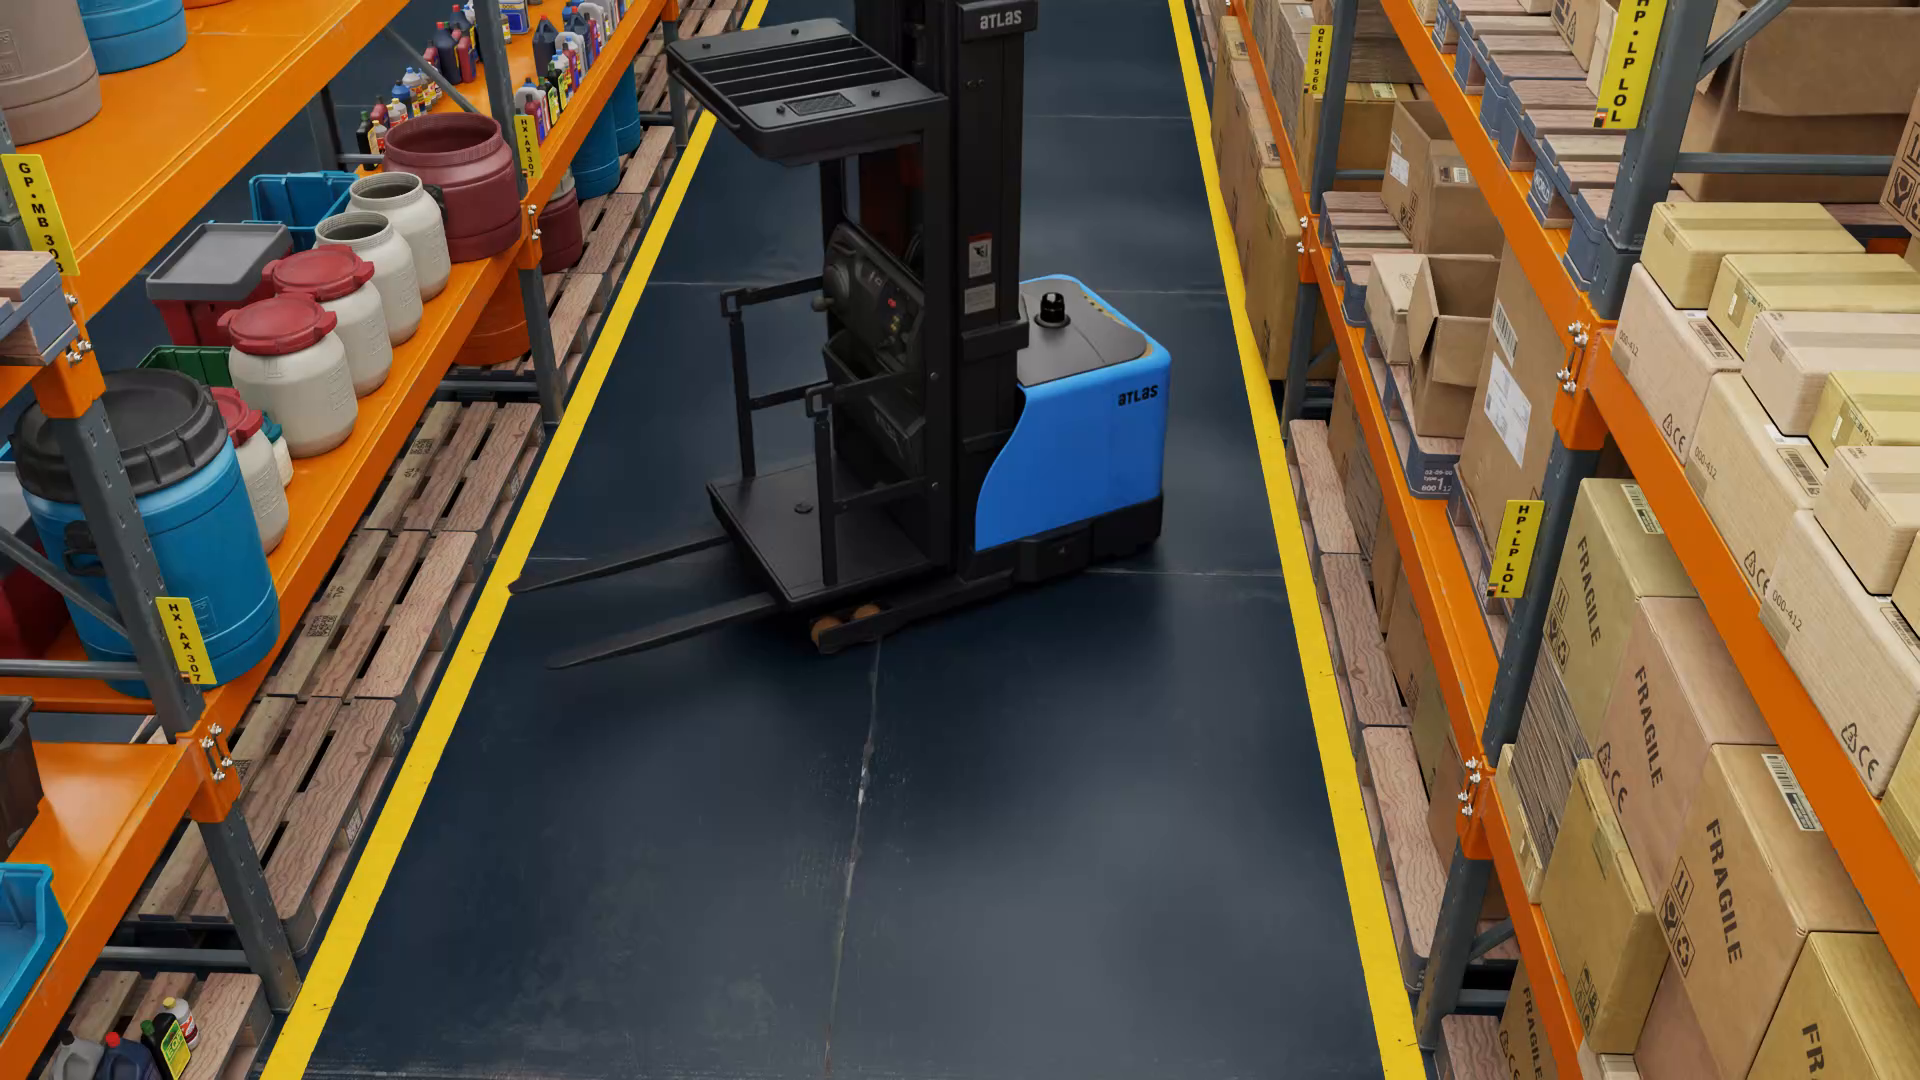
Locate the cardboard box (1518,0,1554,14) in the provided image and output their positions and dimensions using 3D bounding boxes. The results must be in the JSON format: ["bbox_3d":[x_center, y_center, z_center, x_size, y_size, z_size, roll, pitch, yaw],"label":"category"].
[{"bbox_3d":[2.063,-1.871,5.533,0.380,0.166,0.250,0,35,1],"label":"cardboard box"}]

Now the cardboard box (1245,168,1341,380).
[{"bbox_3d":[2.297,-1.485,9.237,1.225,0.875,0.875,0,35,0],"label":"cardboard box"}]

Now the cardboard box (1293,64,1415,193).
[{"bbox_3d":[2.021,-2.117,8.566,0.500,0.500,0.500,2,35,3],"label":"cardboard box"}]

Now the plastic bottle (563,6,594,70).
[{"bbox_3d":[-2.294,-3.010,9.967,0.144,0.351,0.185,1,35,2],"label":"plastic bottle"}]

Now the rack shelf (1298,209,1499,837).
[{"bbox_3d":[2.168,-0.343,6.755,1.077,0.370,4.000,1,35,2],"label":"rack shelf"}]

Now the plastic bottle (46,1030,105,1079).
[{"bbox_3d":[-2.743,1.674,5.180,0.144,0.351,0.185,1,35,2],"label":"plastic bottle"}]

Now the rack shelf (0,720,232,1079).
[{"bbox_3d":[-2.942,1.841,3.648,1.077,0.370,4.000,1,35,2],"label":"rack shelf"}]

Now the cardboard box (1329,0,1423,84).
[{"bbox_3d":[2.294,-2.657,8.463,0.797,0.503,0.637,2,35,3],"label":"cardboard box"}]

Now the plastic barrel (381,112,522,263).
[{"bbox_3d":[-2.416,-1.683,7.917,0.600,0.536,0.708,1,35,2],"label":"plastic barrel"}]

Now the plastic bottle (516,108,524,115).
[{"bbox_3d":[-2.328,-2.155,8.820,0.097,0.271,0.097,0,35,0],"label":"plastic bottle"}]

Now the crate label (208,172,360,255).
[{"bbox_3d":[-3.011,-1.351,7.532,0.502,0.435,0.616,1,35,2],"label":"crate label"}]

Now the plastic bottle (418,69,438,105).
[{"bbox_3d":[-3.055,-2.596,9.508,0.097,0.201,0.097,0,35,0],"label":"plastic bottle"}]

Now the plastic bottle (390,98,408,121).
[{"bbox_3d":[-3.074,-2.316,9.110,0.097,0.201,0.097,0,35,0],"label":"plastic bottle"}]

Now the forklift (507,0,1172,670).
[{"bbox_3d":[-0.562,-1.034,7.172,3.031,2.935,1.130,-16,38,-22],"label":"forklift"}]

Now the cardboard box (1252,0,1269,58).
[{"bbox_3d":[2.101,-3.291,10.236,0.500,0.500,0.500,1,35,1],"label":"cardboard box"}]

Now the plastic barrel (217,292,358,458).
[{"bbox_3d":[-2.574,-0.624,6.411,0.433,0.535,0.433,0,35,0],"label":"plastic barrel"}]

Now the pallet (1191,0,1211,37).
[{"bbox_3d":[2.616,-4.781,14.869,1.003,0.211,1.213,1,35,2],"label":"pallet"}]

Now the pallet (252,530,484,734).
[{"bbox_3d":[-2.822,0.383,7.521,1.003,0.211,1.213,1,35,2],"label":"pallet"}]

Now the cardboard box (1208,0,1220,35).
[{"bbox_3d":[2.587,-4.793,13.943,0.875,0.875,0.875,1,35,2],"label":"cardboard box"}]

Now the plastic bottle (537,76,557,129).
[{"bbox_3d":[-2.291,-2.436,9.209,0.061,0.283,0.133,1,35,2],"label":"plastic bottle"}]

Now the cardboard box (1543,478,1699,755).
[{"bbox_3d":[1.816,0.193,4.152,0.500,0.500,0.500,1,35,2],"label":"cardboard box"}]

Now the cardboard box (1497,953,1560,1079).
[{"bbox_3d":[2.032,1.592,5.185,0.500,0.500,0.500,0,35,0],"label":"cardboard box"}]

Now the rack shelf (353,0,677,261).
[{"bbox_3d":[-2.620,-2.755,10.188,1.077,0.370,4.000,1,35,2],"label":"rack shelf"}]

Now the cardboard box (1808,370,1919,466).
[{"bbox_3d":[1.825,-0.185,3.080,0.380,0.149,0.250,2,35,3],"label":"cardboard box"}]

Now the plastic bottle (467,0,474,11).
[{"bbox_3d":[-2.986,-3.226,10.339,0.152,0.276,0.135,1,35,2],"label":"plastic bottle"}]

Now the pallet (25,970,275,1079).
[{"bbox_3d":[-2.930,1.923,5.330,1.003,0.211,1.213,1,35,2],"label":"pallet"}]

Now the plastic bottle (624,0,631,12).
[{"bbox_3d":[-2.250,-3.643,10.868,0.144,0.351,0.185,1,35,2],"label":"plastic bottle"}]

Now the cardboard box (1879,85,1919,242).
[{"bbox_3d":[2.325,-0.818,3.416,0.500,0.500,0.500,0,35,0],"label":"cardboard box"}]

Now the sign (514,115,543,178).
[{"bbox_3d":[-2.151,-1.959,8.287,0.100,0.325,0.005,1,35,2],"label":"sign"}]

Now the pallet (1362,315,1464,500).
[{"bbox_3d":[2.210,-0.570,6.619,1.003,0.211,1.213,1,35,2],"label":"pallet"}]

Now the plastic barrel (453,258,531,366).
[{"bbox_3d":[-2.698,-1.466,9.250,0.600,0.830,0.708,1,35,2],"label":"plastic barrel"}]

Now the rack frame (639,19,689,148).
[{"bbox_3d":[-2.540,-4.199,11.616,1.000,3.000,0.127,1,35,2],"label":"rack frame"}]

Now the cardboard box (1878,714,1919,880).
[{"bbox_3d":[1.754,0.491,2.464,0.500,0.250,0.500,1,35,1],"label":"cardboard box"}]

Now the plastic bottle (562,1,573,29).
[{"bbox_3d":[-2.408,-3.194,10.298,0.097,0.271,0.097,0,35,0],"label":"plastic bottle"}]

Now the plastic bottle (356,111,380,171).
[{"bbox_3d":[-3.111,-2.095,8.724,0.061,0.283,0.133,1,35,2],"label":"plastic bottle"}]

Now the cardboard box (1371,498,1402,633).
[{"bbox_3d":[2.216,0.087,7.309,0.700,0.500,0.500,4,35,6],"label":"cardboard box"}]

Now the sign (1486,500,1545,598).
[{"bbox_3d":[1.533,0.027,4.595,0.100,0.325,0.005,1,35,2],"label":"sign"}]

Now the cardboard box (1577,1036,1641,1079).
[{"bbox_3d":[1.722,1.305,4.003,0.380,0.149,0.250,1,35,2],"label":"cardboard box"}]

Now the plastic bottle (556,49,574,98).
[{"bbox_3d":[-2.291,-2.686,9.575,0.097,0.271,0.097,0,35,0],"label":"plastic bottle"}]

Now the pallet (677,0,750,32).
[{"bbox_3d":[-2.451,-4.883,15.015,1.003,0.211,1.213,1,35,2],"label":"pallet"}]

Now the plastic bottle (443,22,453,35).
[{"bbox_3d":[-3.052,-2.935,9.919,0.061,0.283,0.133,1,35,2],"label":"plastic bottle"}]

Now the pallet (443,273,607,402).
[{"bbox_3d":[-2.710,-1.214,9.794,1.003,0.211,1.213,1,35,2],"label":"pallet"}]

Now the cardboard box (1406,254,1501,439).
[{"bbox_3d":[2.065,-0.700,6.183,0.797,0.503,0.637,5,35,7],"label":"cardboard box"}]

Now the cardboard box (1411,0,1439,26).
[{"bbox_3d":[1.943,-2.098,6.148,0.500,0.250,0.500,2,35,3],"label":"cardboard box"}]

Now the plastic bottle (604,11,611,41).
[{"bbox_3d":[-2.250,-3.240,10.424,0.097,0.201,0.097,0,35,0],"label":"plastic bottle"}]

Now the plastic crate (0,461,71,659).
[{"bbox_3d":[-3.147,0.086,5.463,0.402,0.464,0.583,1,35,2],"label":"plastic crate"}]

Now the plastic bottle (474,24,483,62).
[{"bbox_3d":[-2.881,-3.043,10.083,0.097,0.271,0.097,0,35,0],"label":"plastic bottle"}]
